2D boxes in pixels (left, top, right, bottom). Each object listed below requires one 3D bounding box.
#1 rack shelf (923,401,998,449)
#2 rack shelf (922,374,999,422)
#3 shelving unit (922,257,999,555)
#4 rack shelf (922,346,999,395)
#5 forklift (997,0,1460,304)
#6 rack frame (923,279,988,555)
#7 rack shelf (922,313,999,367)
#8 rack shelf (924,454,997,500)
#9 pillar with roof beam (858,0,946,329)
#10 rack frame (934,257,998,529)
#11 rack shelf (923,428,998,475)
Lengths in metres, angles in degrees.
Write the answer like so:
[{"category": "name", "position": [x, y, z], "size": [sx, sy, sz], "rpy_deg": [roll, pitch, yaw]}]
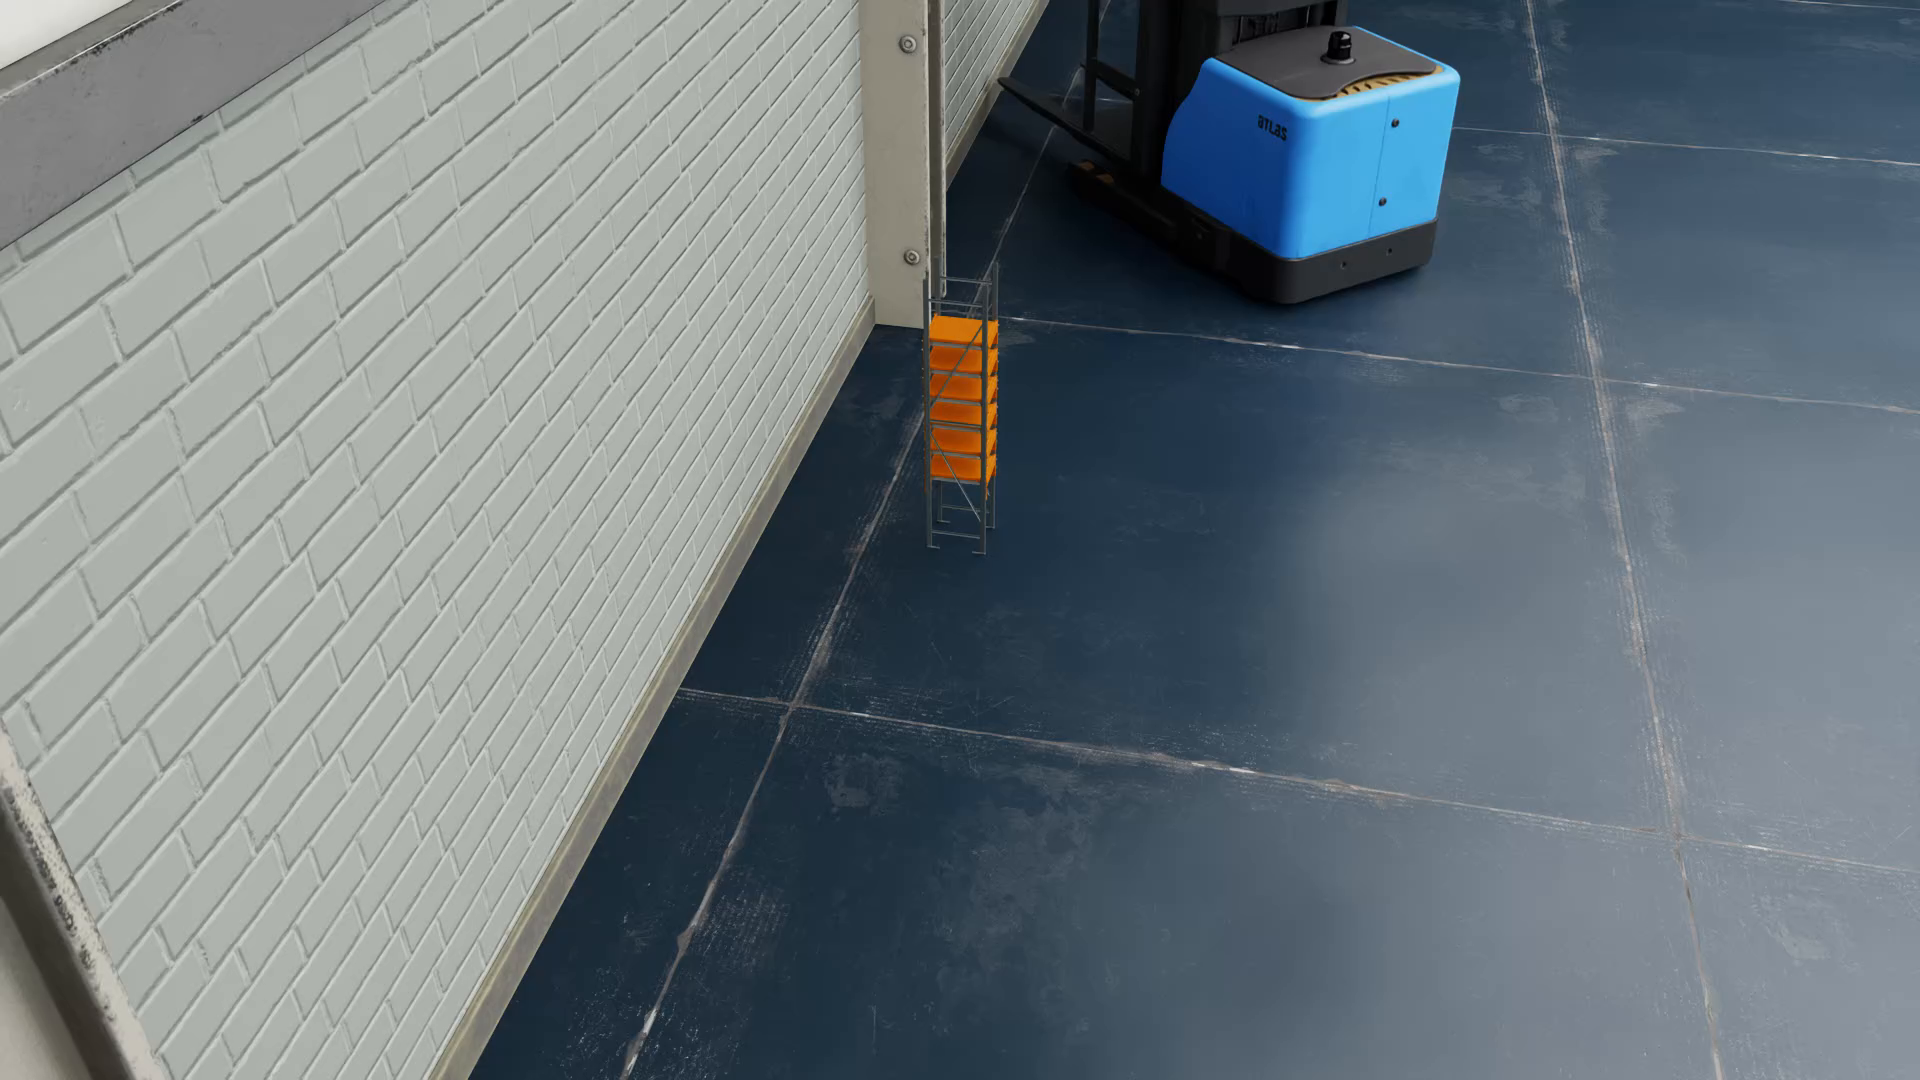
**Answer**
[{"category": "rack shelf", "position": [0.003, -0.458, 6.435], "size": [0.258, 0.103, 0.180], "rpy_deg": [7, 37, 10]}, {"category": "rack shelf", "position": [0.003, -0.555, 6.365], "size": [0.258, 0.103, 0.180], "rpy_deg": [7, 37, 10]}, {"category": "shelving unit", "position": [0.003, -0.494, 6.409], "size": [0.258, 1.200, 0.189], "rpy_deg": [7, 37, 10]}, {"category": "rack shelf", "position": [0.003, -0.652, 6.295], "size": [0.258, 0.103, 0.180], "rpy_deg": [7, 37, 10]}, {"category": "forklift", "position": [1.277, -3.198, 8.665], "size": [1.130, 2.935, 3.031], "rpy_deg": [-19, 40, -24]}, {"category": "rack frame", "position": [-0.016, -0.442, 6.337], "size": [0.240, 1.200, 0.006], "rpy_deg": [7, 37, 10]}, {"category": "rack shelf", "position": [0.003, -0.750, 6.224], "size": [0.258, 0.103, 0.180], "rpy_deg": [7, 37, 10]}, {"category": "rack shelf", "position": [0.003, -0.264, 6.576], "size": [0.258, 0.103, 0.180], "rpy_deg": [7, 37, 10]}, {"category": "pillar with roof beam", "position": [3.944, -4.275, 4.980], "size": [9.100, 9.000, 0.400], "rpy_deg": [7, 37, 10]}, {"category": "rack frame", "position": [0.023, -0.547, 6.482], "size": [0.240, 1.200, 0.006], "rpy_deg": [7, 37, 10]}, {"category": "rack shelf", "position": [0.003, -0.361, 6.506], "size": [0.258, 0.103, 0.180], "rpy_deg": [7, 37, 10]}]
